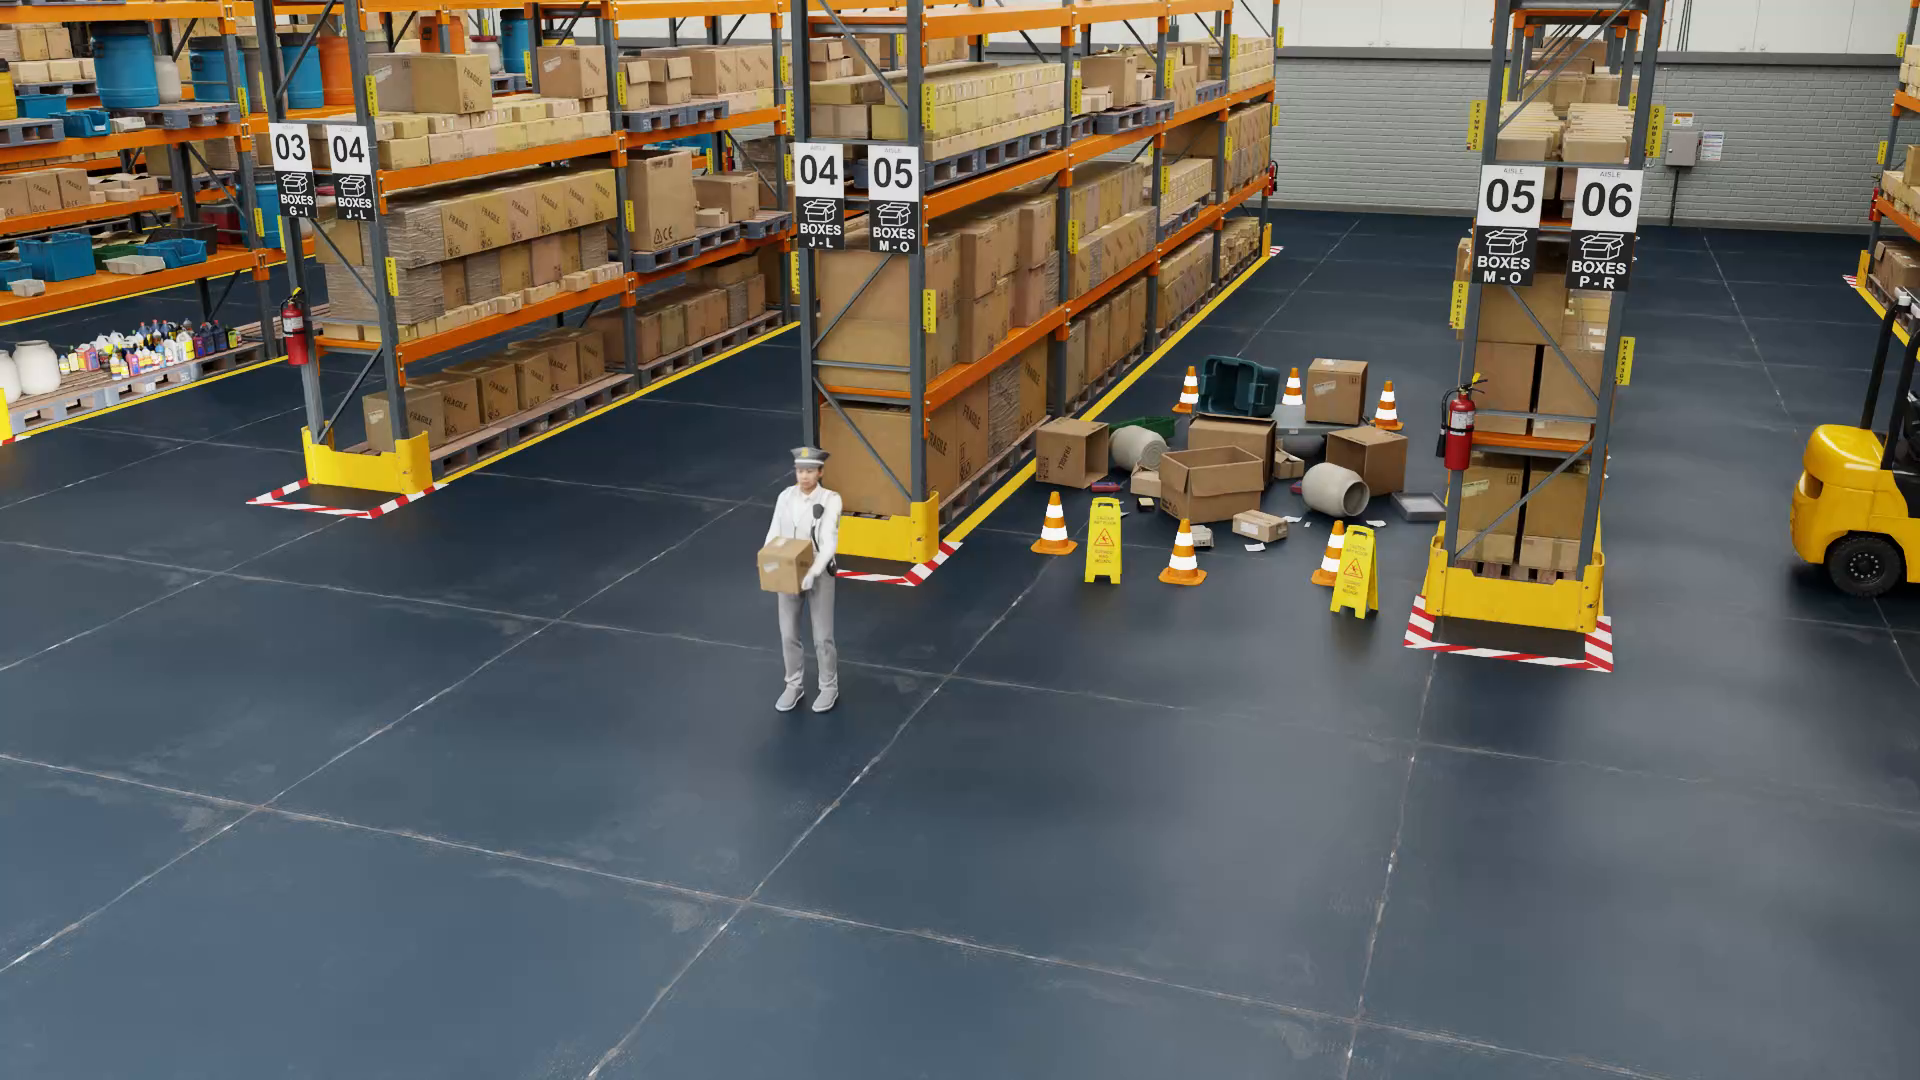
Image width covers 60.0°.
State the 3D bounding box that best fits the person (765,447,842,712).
[{"bbox_3d":[-0.984,0.248,10.300,0.453,1.687,0.546,7,20,19],"label":"person"}]
